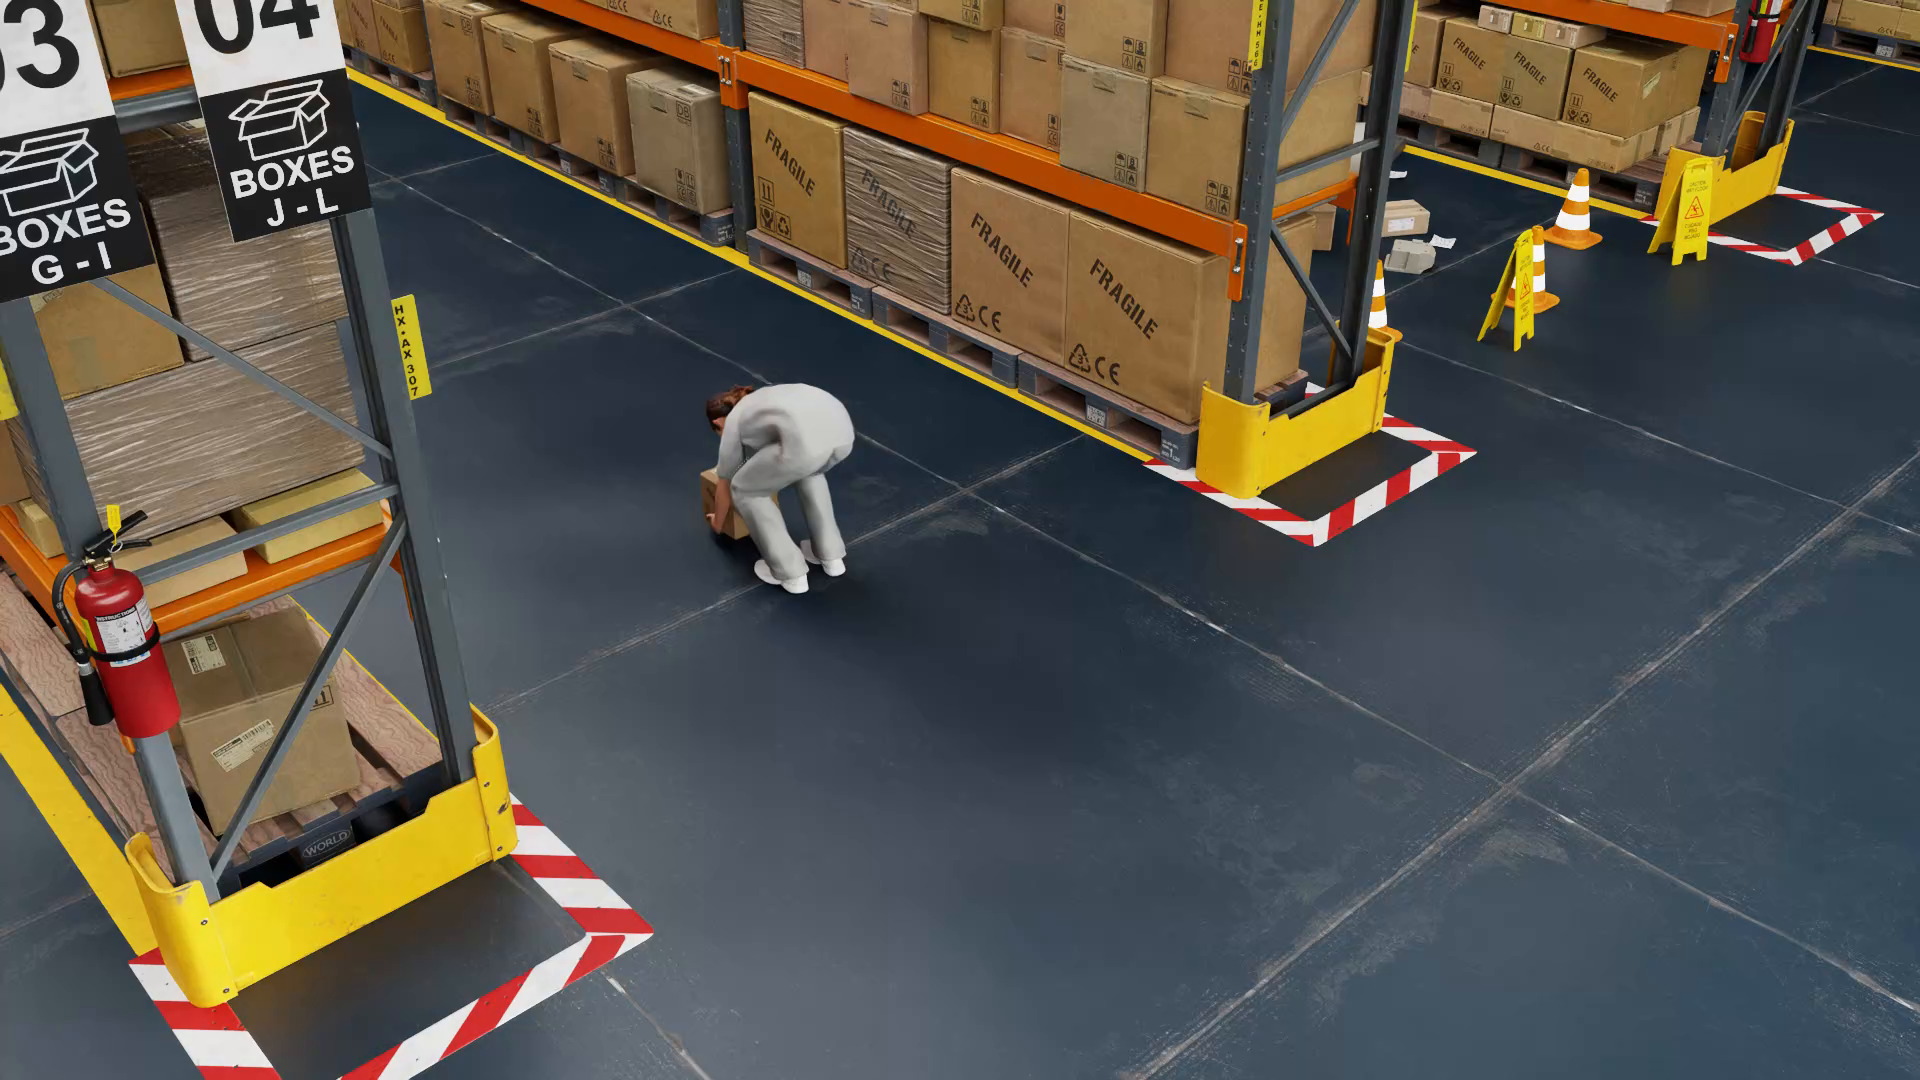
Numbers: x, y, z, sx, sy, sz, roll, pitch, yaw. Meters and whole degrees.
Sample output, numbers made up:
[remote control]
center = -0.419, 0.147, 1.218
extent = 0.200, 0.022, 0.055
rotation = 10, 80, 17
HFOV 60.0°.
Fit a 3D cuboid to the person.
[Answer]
[person]
center = -0.823, -0.299, 7.343
extent = 0.850, 0.907, 0.469
rotation = 27, 41, 36
